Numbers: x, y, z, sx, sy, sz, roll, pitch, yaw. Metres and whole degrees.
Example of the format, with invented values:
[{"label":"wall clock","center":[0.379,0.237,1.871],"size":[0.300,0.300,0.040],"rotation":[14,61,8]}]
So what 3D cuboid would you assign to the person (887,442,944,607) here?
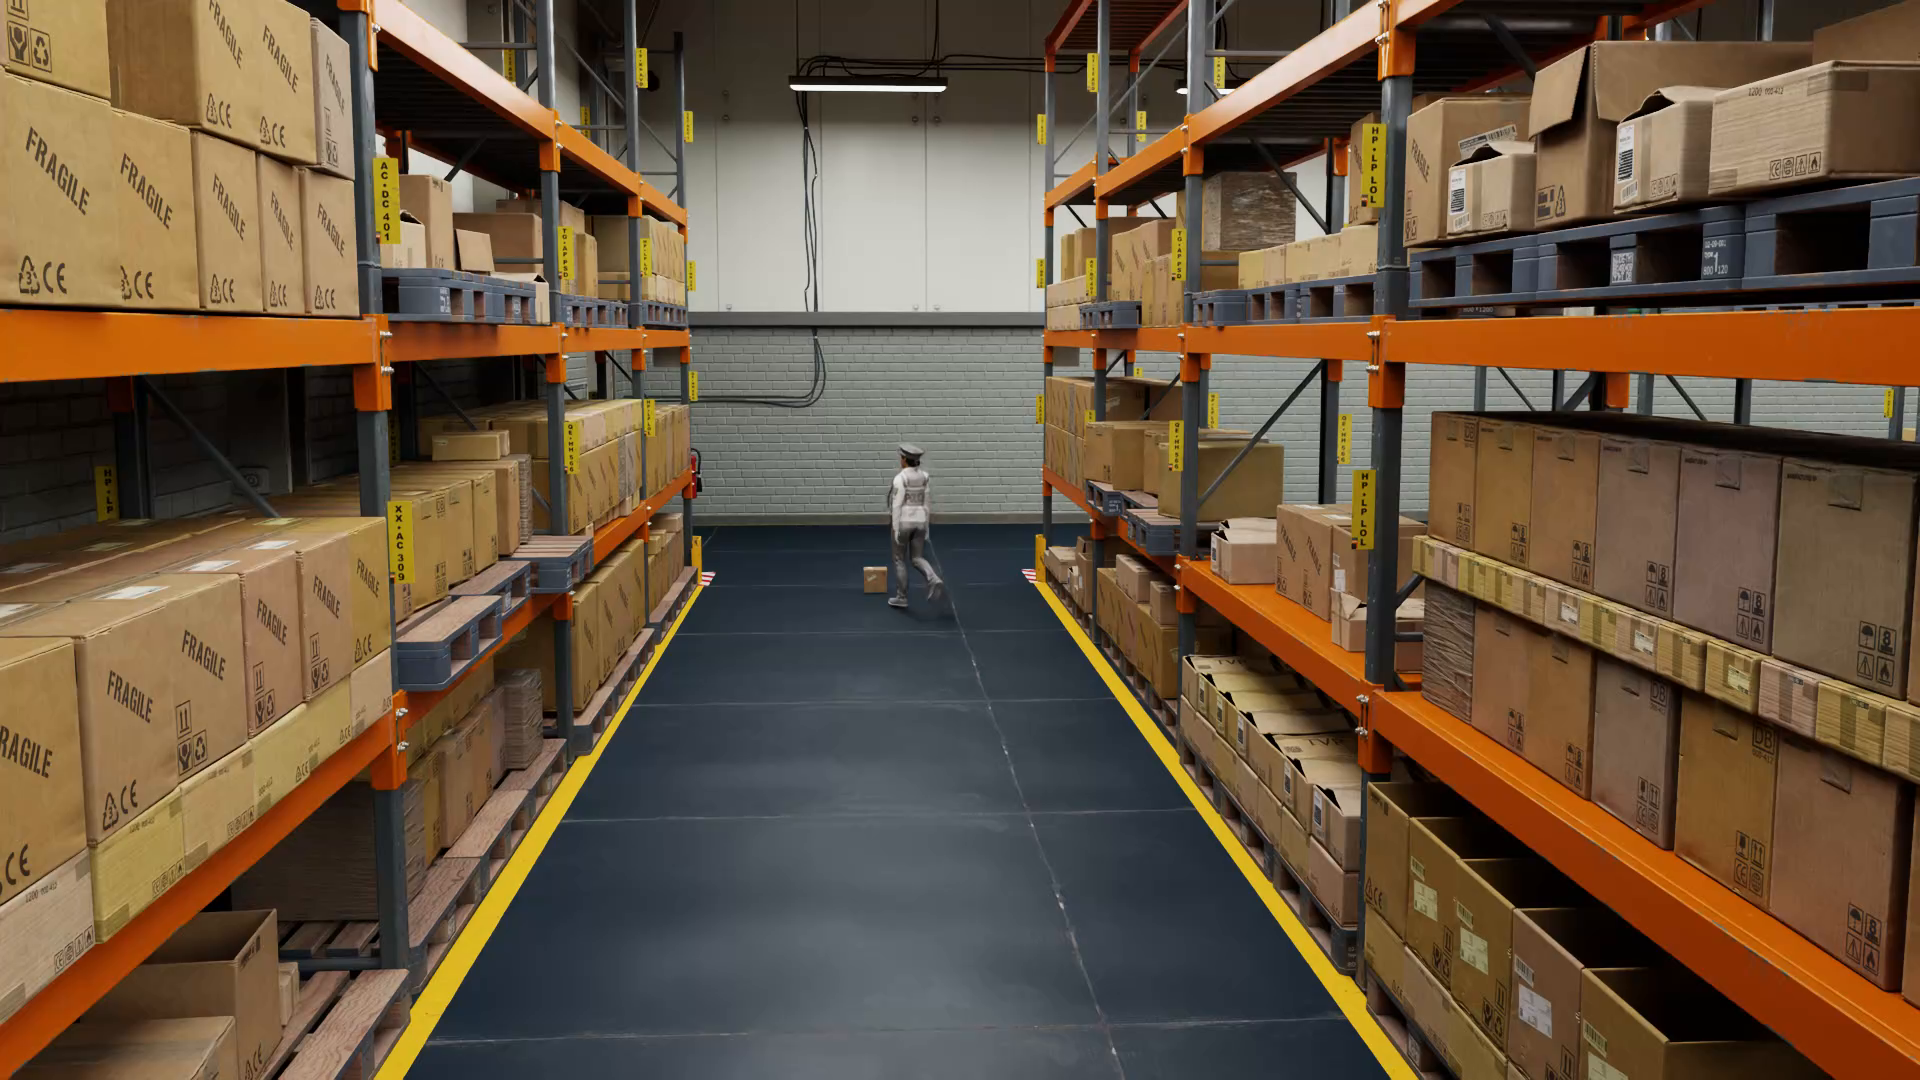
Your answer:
[{"label":"person","center":[-0.479,-0.144,16.699],"size":[0.493,1.670,0.680],"rotation":[-6,9,-39]}]
